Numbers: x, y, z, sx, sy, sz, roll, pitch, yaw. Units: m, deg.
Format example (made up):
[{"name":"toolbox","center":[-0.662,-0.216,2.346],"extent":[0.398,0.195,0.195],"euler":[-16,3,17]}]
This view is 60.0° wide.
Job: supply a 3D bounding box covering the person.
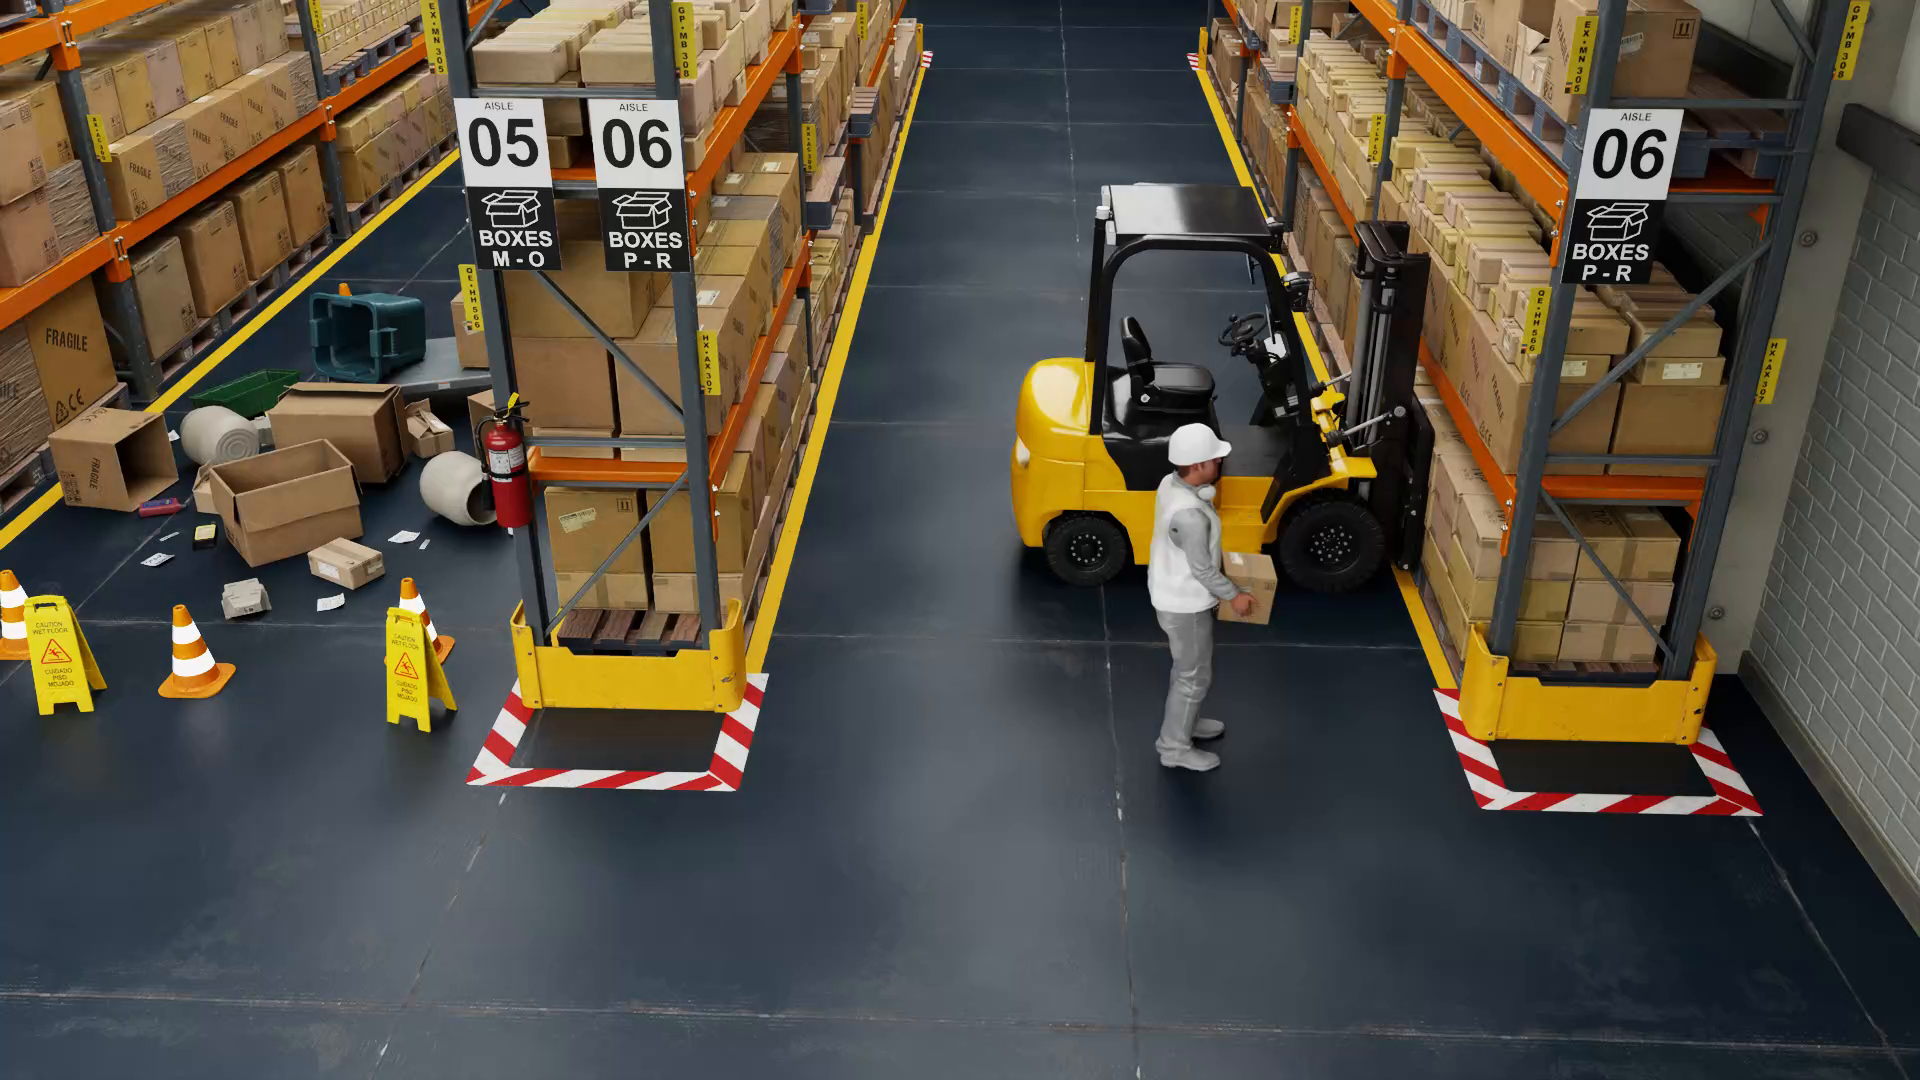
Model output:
[{"name":"person","center":[1.173,0.260,8.092],"extent":[0.522,1.779,0.532],"euler":[1,28,1]}]
